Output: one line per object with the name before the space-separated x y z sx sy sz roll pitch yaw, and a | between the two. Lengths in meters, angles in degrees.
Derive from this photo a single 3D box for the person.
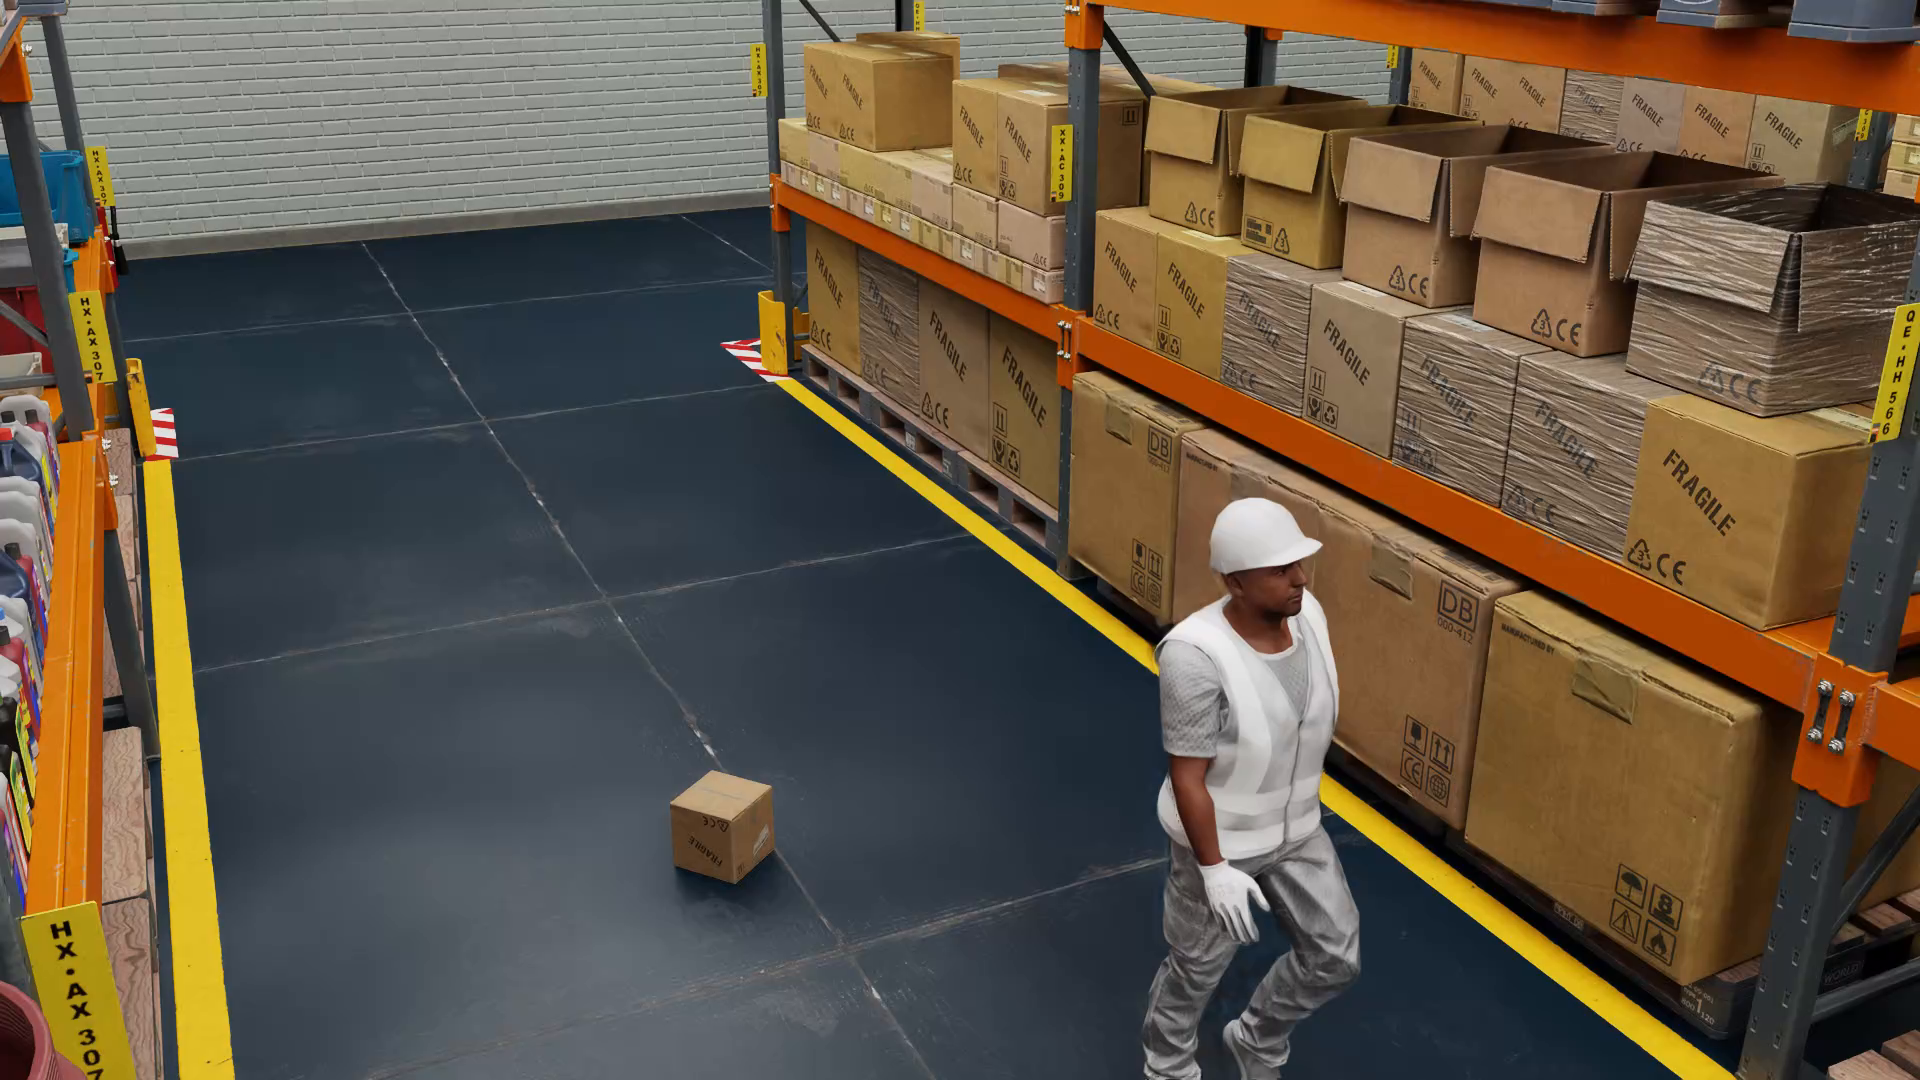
person | 0.730 0.758 4.167 0.559 1.826 0.480 -14 26 -31
